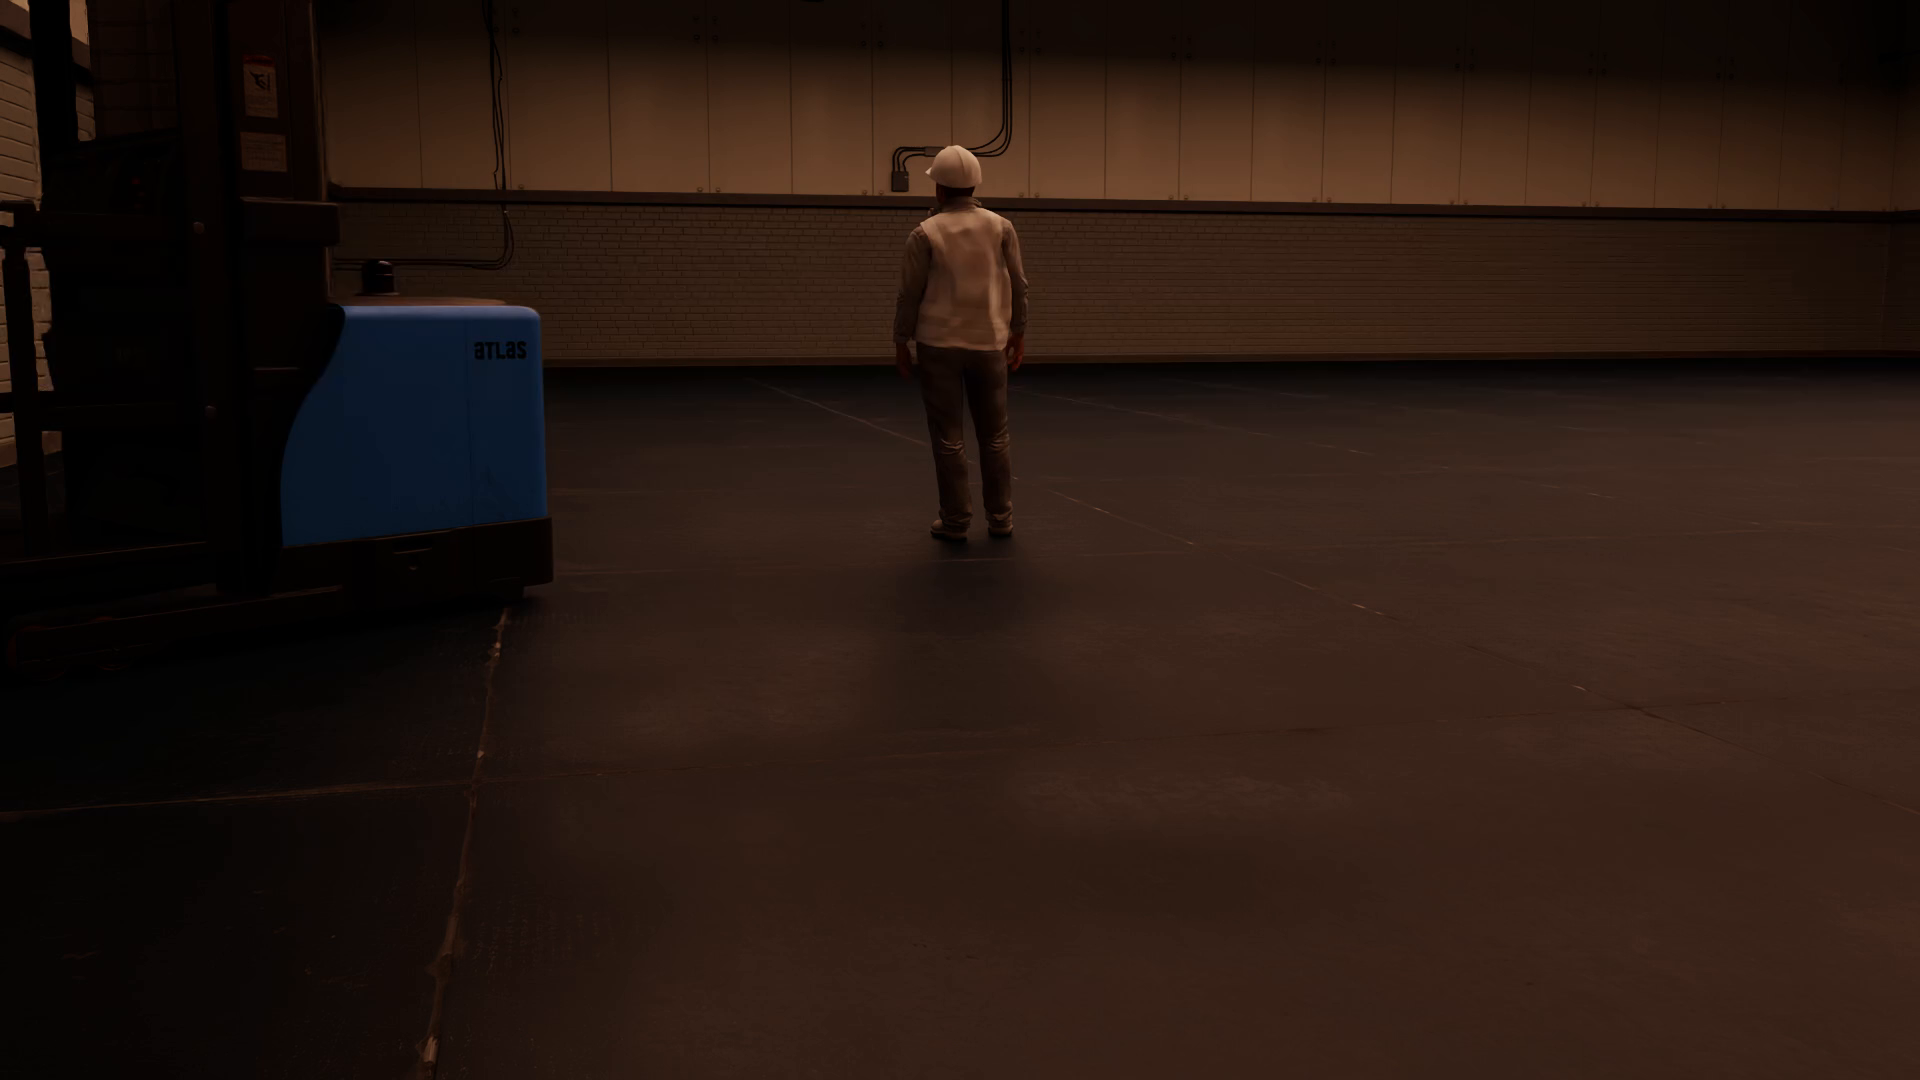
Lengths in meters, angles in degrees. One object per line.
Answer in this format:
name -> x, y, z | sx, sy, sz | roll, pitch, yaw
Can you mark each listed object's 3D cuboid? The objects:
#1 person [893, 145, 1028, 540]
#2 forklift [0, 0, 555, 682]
person -> -0.007, -0.895, 7.644 | 0.632, 1.773, 0.568 | -2, 8, -13
forklift -> -2.844, -1.121, 5.143 | 1.130, 2.935, 3.031 | 7, 11, 41
